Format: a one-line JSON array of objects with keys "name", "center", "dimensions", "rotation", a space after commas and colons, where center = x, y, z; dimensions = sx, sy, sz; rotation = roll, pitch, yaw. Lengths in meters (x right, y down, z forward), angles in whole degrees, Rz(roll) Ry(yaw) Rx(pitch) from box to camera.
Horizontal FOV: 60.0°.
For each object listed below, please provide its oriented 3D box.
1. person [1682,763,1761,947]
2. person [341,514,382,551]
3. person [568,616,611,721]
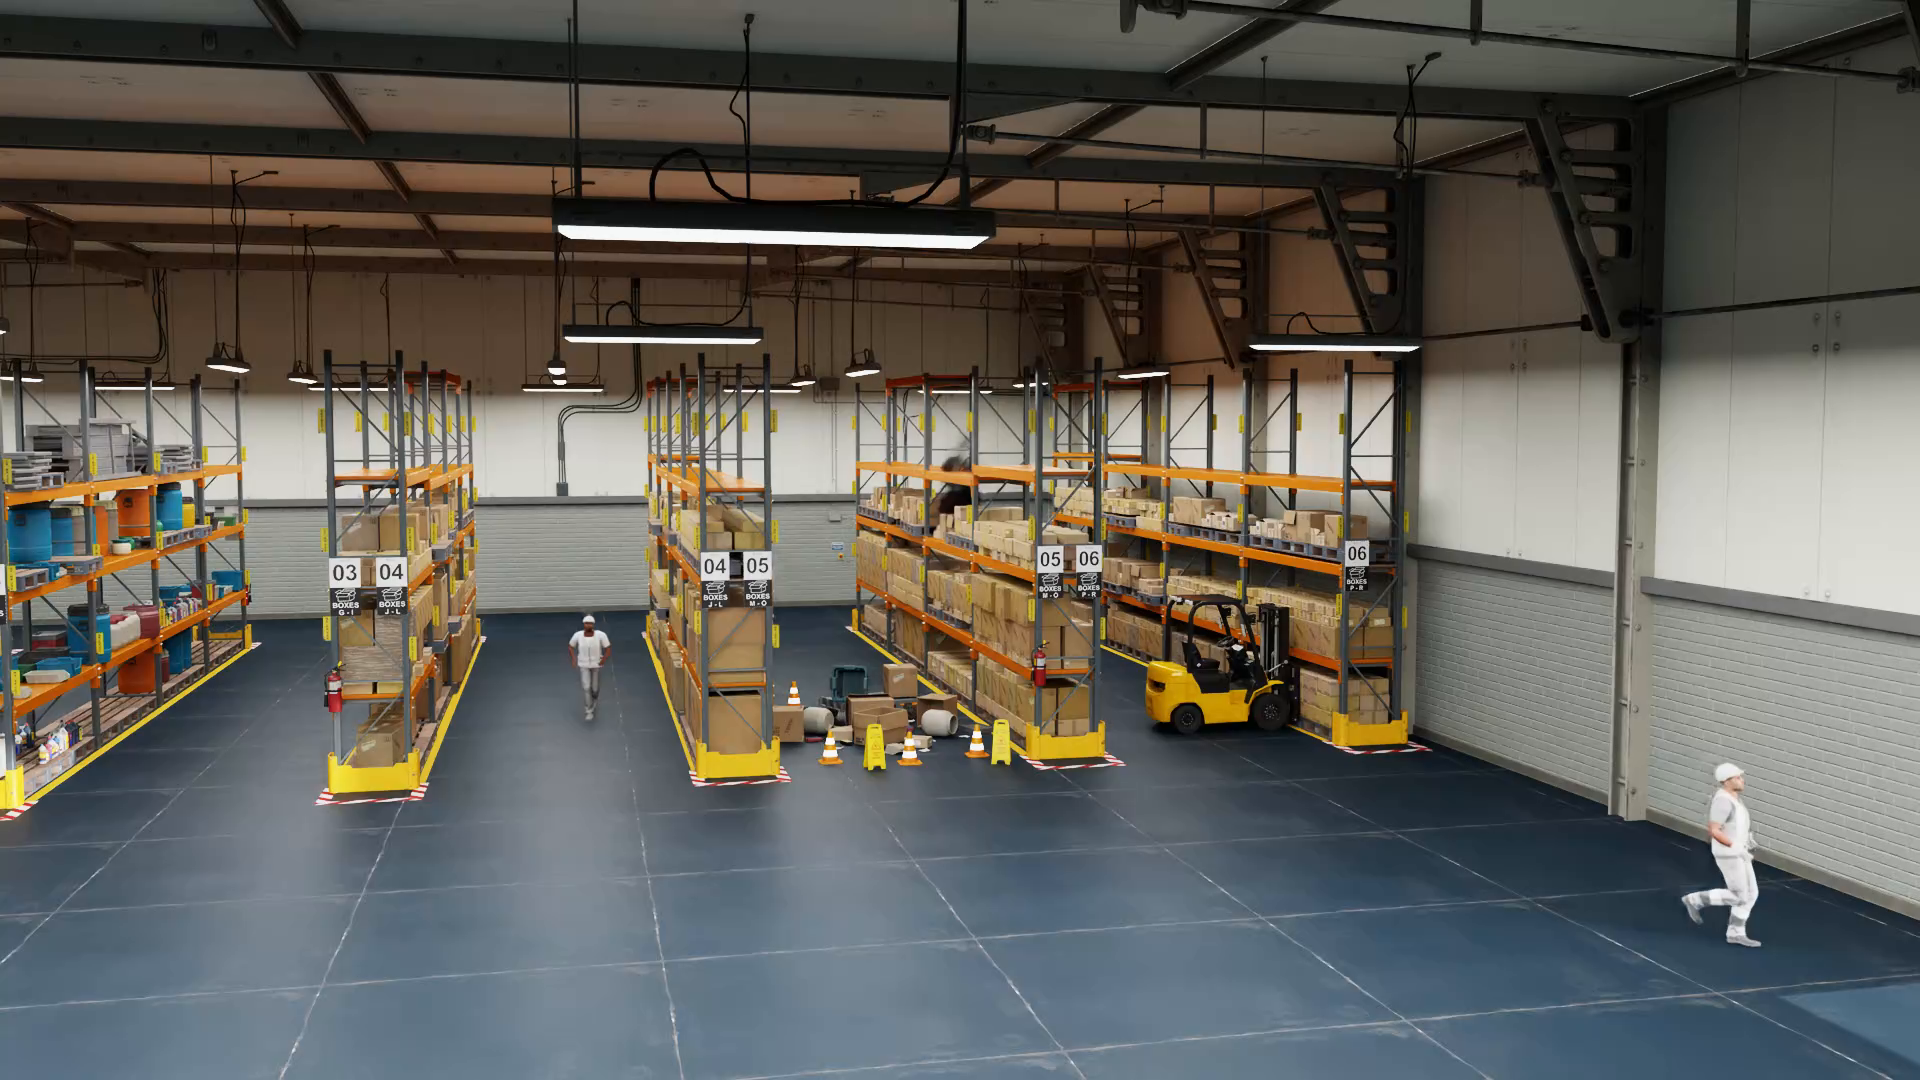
[{"name": "person", "center": [7.381, 3.017, 16.054], "dimensions": [0.704, 1.749, 0.656], "rotation": [3, 5, 34]}, {"name": "person", "center": [-6.791, 0.894, 32.571], "dimensions": [7.860, 3.699, 16.174], "rotation": [-1, 4, -13]}, {"name": "person", "center": [-6.324, 2.159, 28.436], "dimensions": [0.711, 1.765, 0.872], "rotation": [-1, 4, -14]}]
